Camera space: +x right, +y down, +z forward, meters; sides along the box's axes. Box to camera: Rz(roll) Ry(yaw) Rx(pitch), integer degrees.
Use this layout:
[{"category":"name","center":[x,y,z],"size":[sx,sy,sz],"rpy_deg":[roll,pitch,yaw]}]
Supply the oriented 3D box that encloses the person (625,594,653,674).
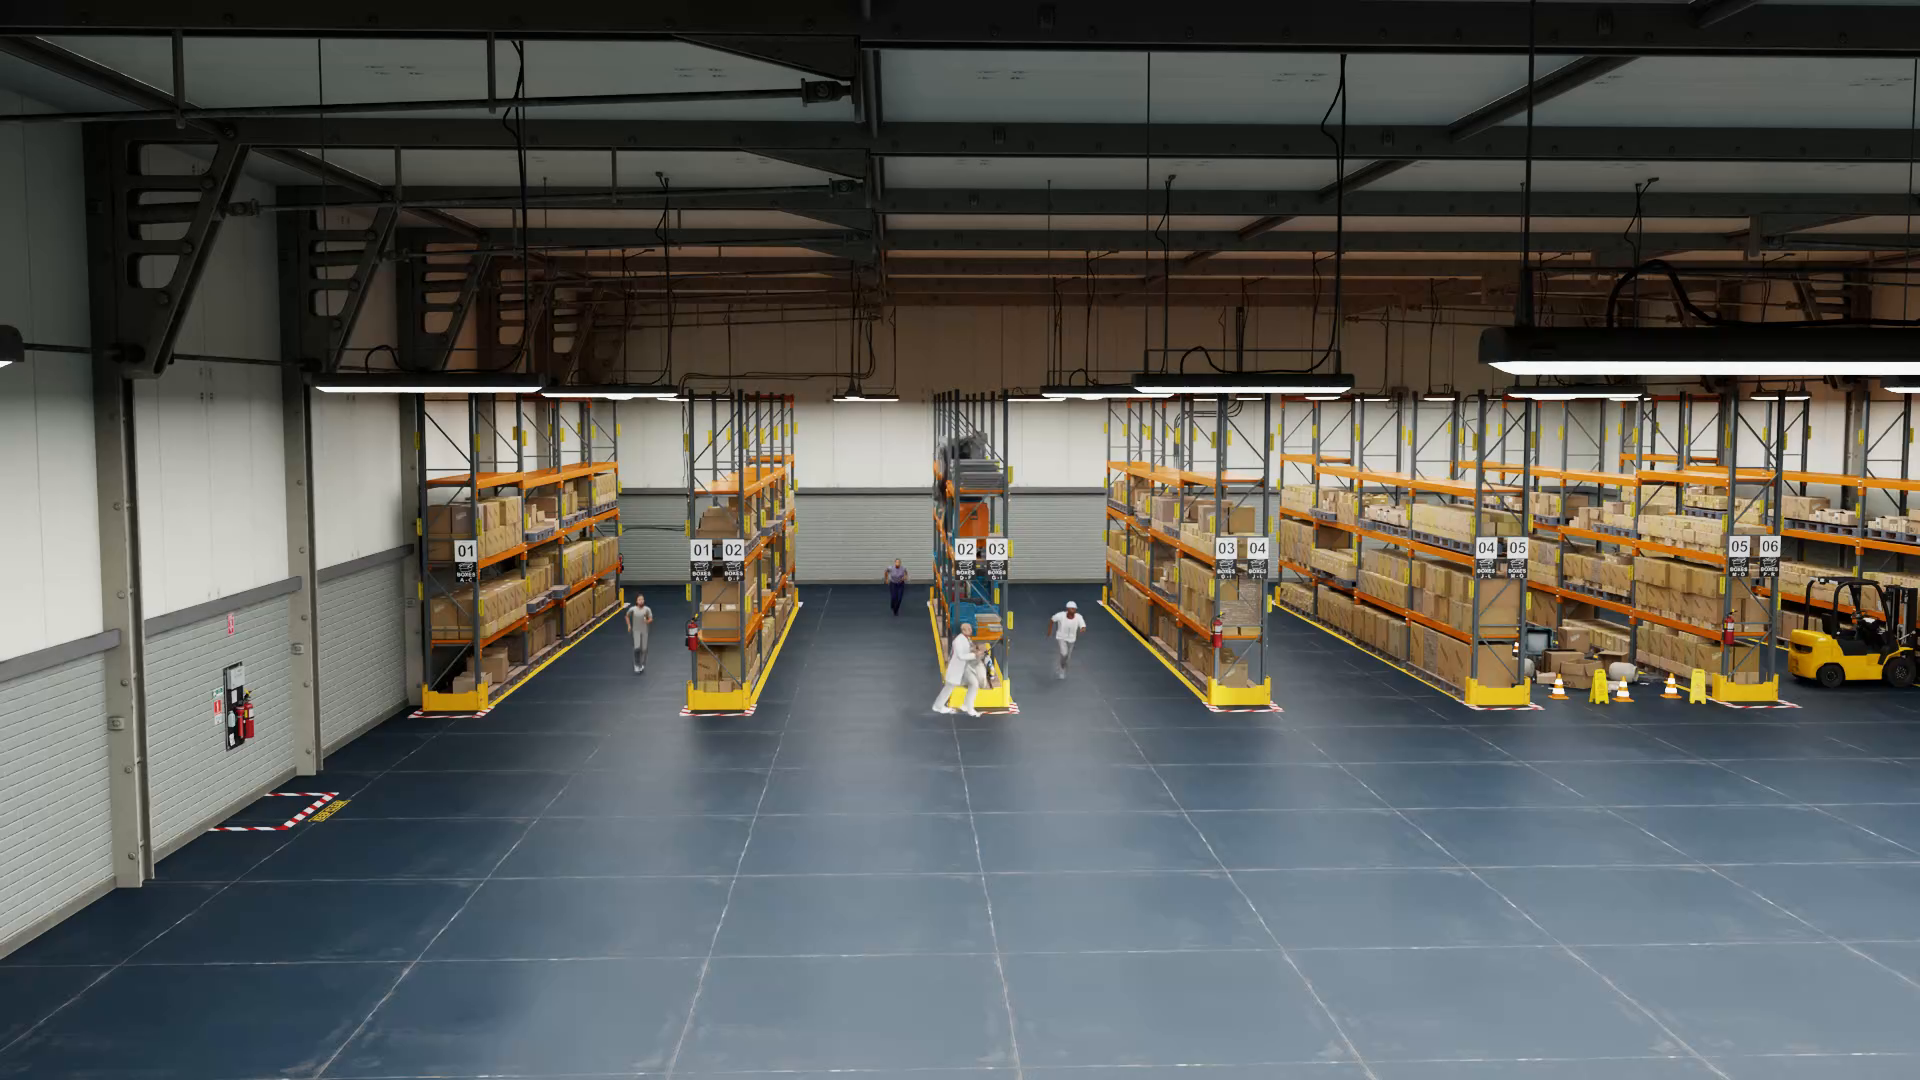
[{"category":"person","center":[-6.829,1.998,35.465],"size":[0.550,1.688,0.699],"rpy_deg":[-1,5,-17]}]

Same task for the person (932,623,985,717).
[{"category":"person","center":[-0.028,2.366,30.368],"size":[1.056,1.734,0.627],"rpy_deg":[3,5,28]}]

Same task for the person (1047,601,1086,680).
[{"category":"person","center":[2.222,2.062,34.509],"size":[0.721,1.629,1.009],"rpy_deg":[-2,5,-19]}]

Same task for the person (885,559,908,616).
[{"category":"person","center":[-1.718,1.276,45.076],"size":[0.596,1.576,0.663],"rpy_deg":[-1,5,-12]}]
